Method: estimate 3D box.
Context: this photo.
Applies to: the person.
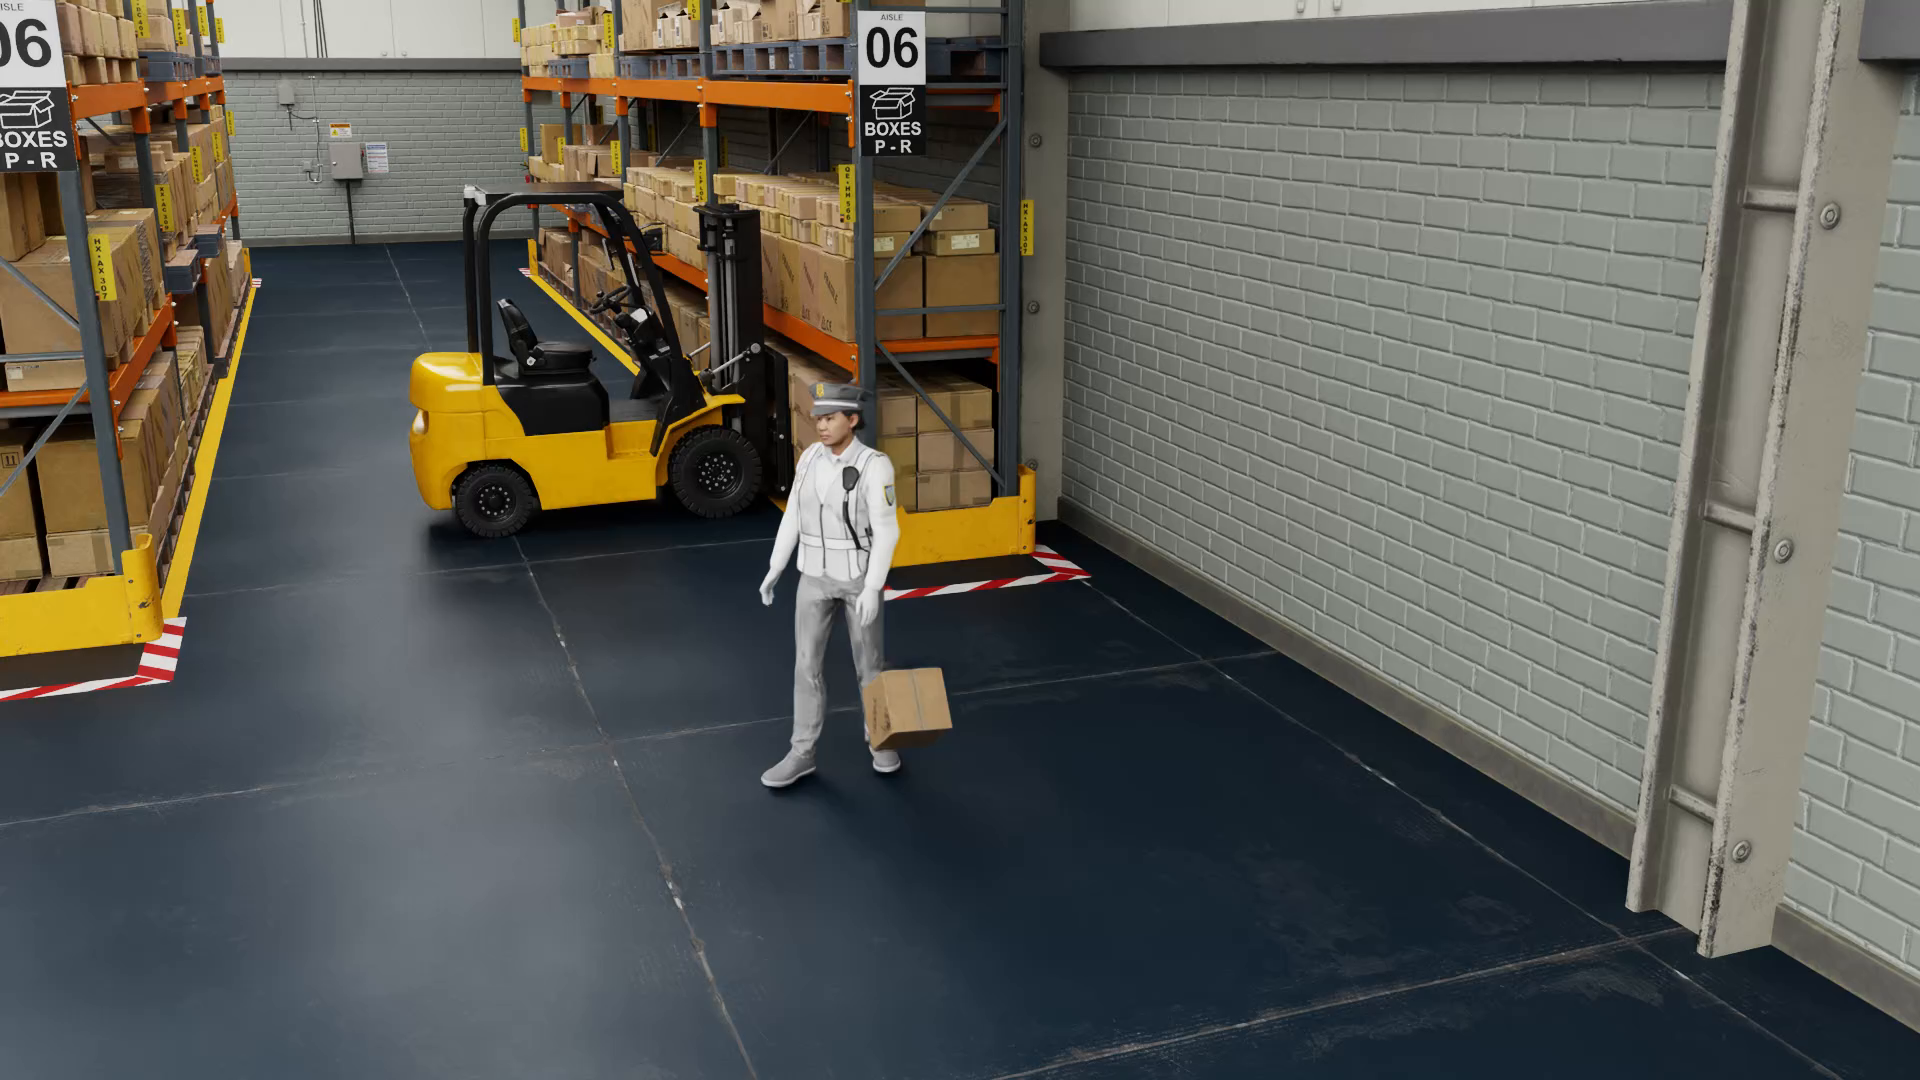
[{"bbox_3d":[-0.538,0.173,6.834,0.603,1.672,0.597,8,17,25],"label":"person"}]
